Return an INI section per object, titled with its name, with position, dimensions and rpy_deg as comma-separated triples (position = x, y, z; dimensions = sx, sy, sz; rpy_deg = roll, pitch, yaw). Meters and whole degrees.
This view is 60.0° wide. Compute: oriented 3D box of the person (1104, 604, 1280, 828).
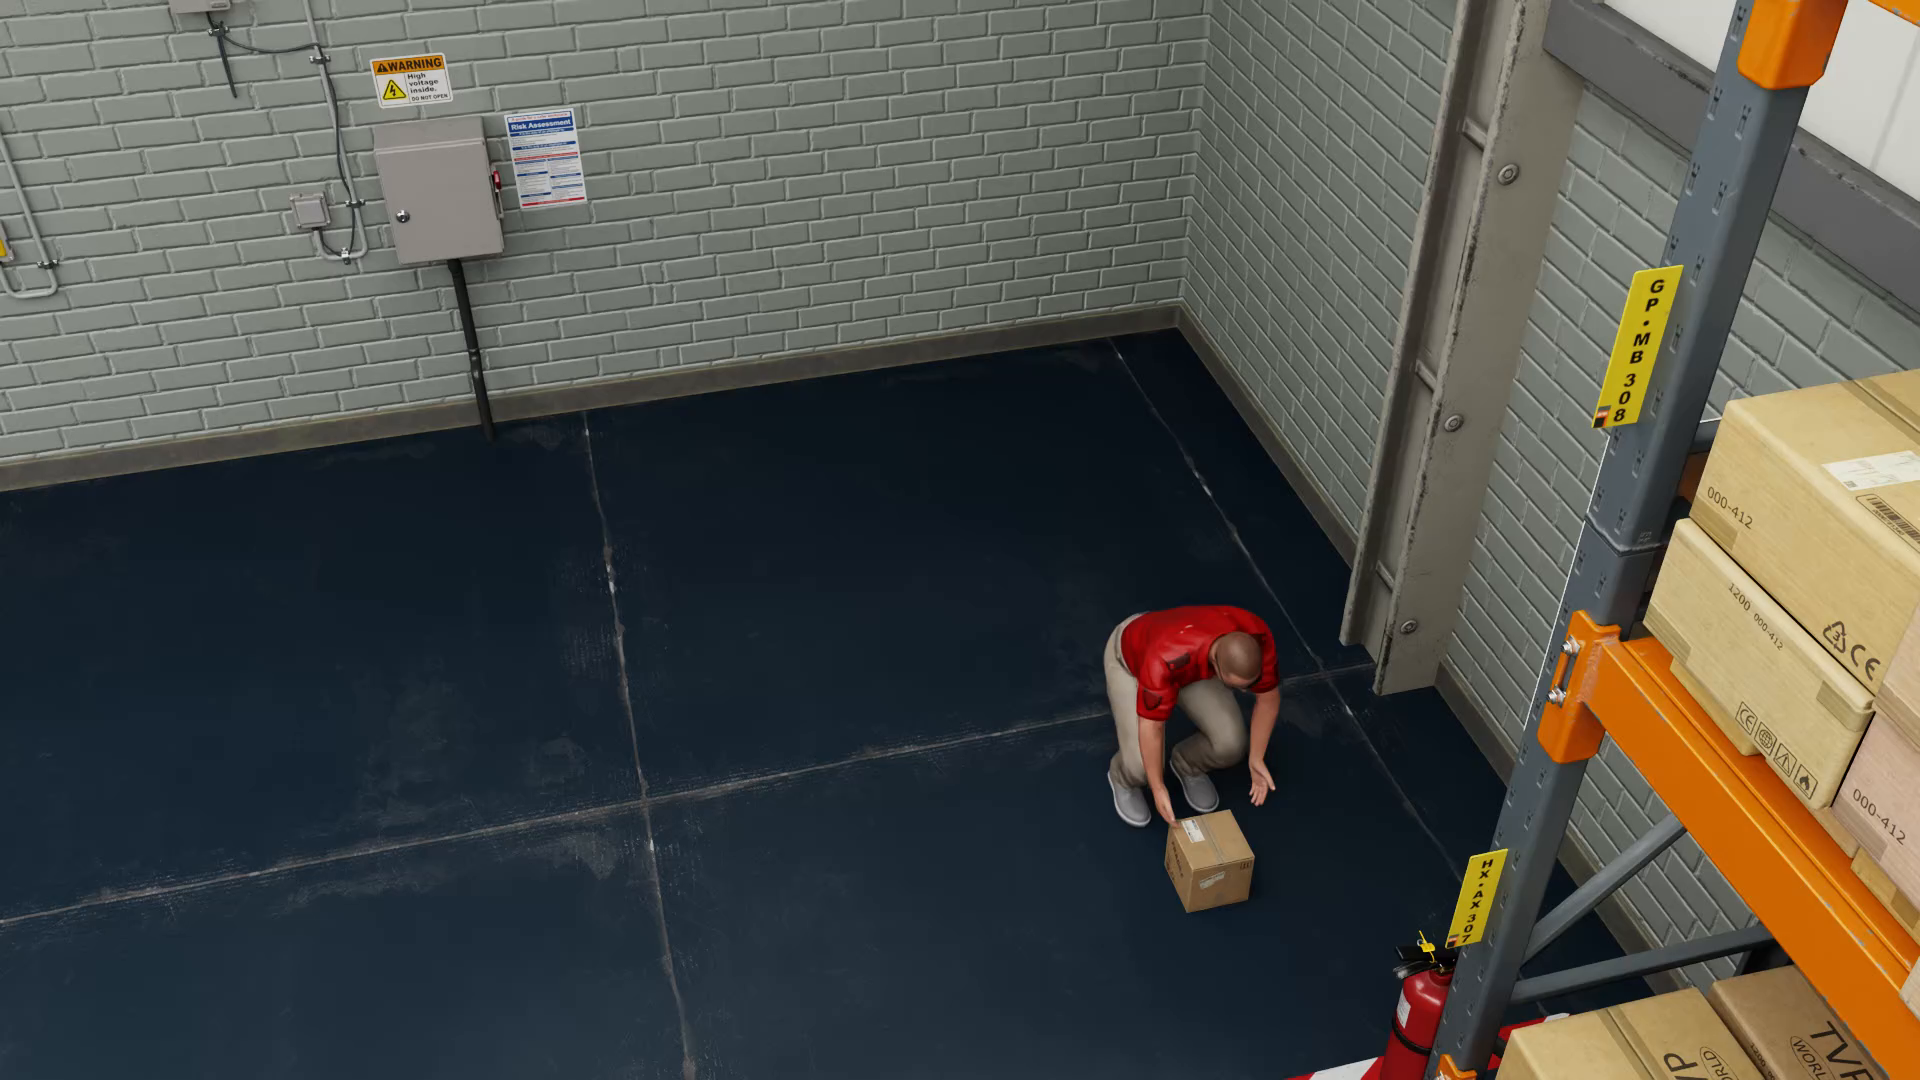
[person]
position = 0.883, 0.620, 6.391
dimensions = 0.578, 1.170, 0.814
rpy_deg = -9, 39, -12
